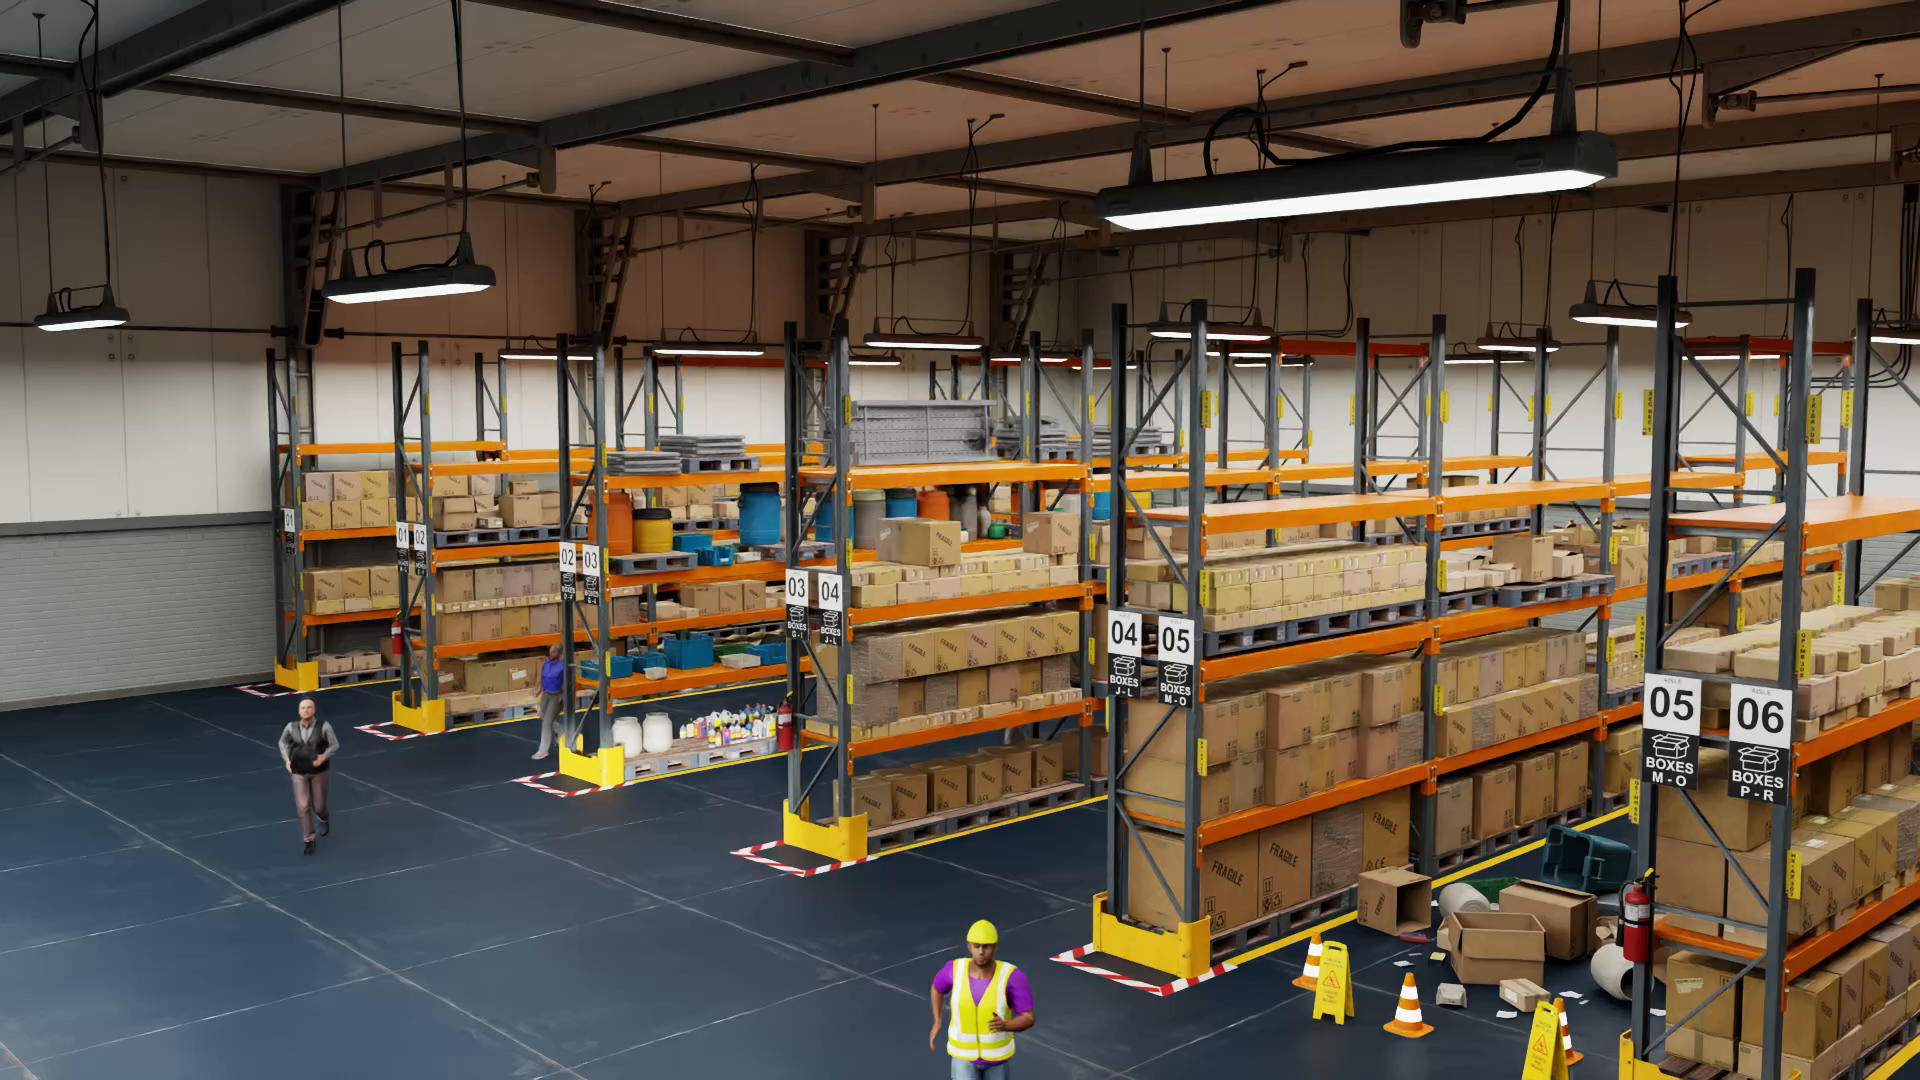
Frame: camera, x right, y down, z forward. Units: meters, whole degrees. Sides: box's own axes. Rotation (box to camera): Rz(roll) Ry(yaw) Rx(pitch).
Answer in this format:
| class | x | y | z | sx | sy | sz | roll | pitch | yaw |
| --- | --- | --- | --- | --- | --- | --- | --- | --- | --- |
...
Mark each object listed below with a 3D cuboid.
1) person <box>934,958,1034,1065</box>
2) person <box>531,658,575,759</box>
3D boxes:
| class | x | y | z | sx | sy | sz | roll | pitch | yaw |
| --- | --- | --- | --- | --- | --- | --- | --- | --- | --- |
| person | 0.150 | 3.012 | 10.742 | 0.656 | 0.634 | 0.461 | 0 | 5 | 3 |
| person | -5.799 | 2.401 | 23.915 | 0.568 | 1.441 | 0.739 | 3 | 6 | 28 |
